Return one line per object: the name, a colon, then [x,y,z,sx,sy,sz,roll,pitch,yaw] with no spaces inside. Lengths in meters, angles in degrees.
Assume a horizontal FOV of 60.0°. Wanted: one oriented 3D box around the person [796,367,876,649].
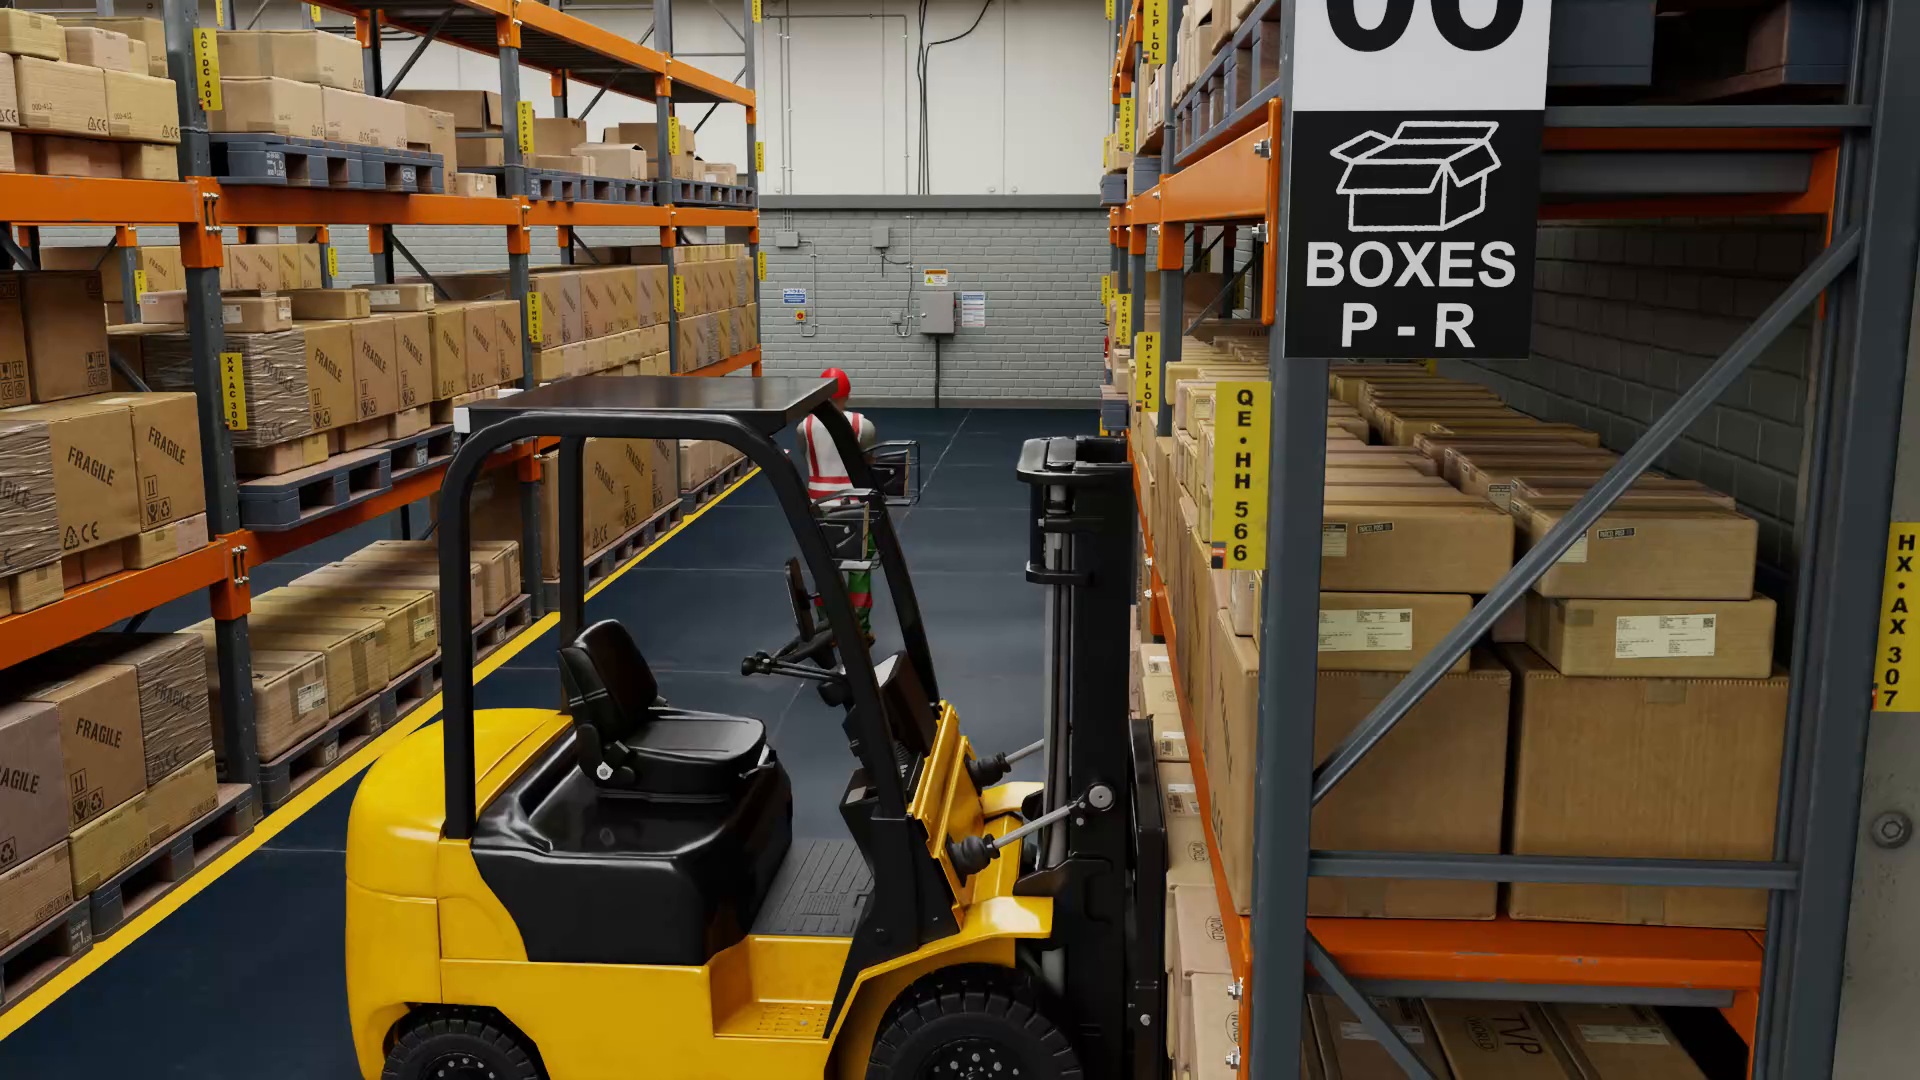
person: [-0.756,-0.215,10.525,0.494,1.782,0.573,1,11,4]
